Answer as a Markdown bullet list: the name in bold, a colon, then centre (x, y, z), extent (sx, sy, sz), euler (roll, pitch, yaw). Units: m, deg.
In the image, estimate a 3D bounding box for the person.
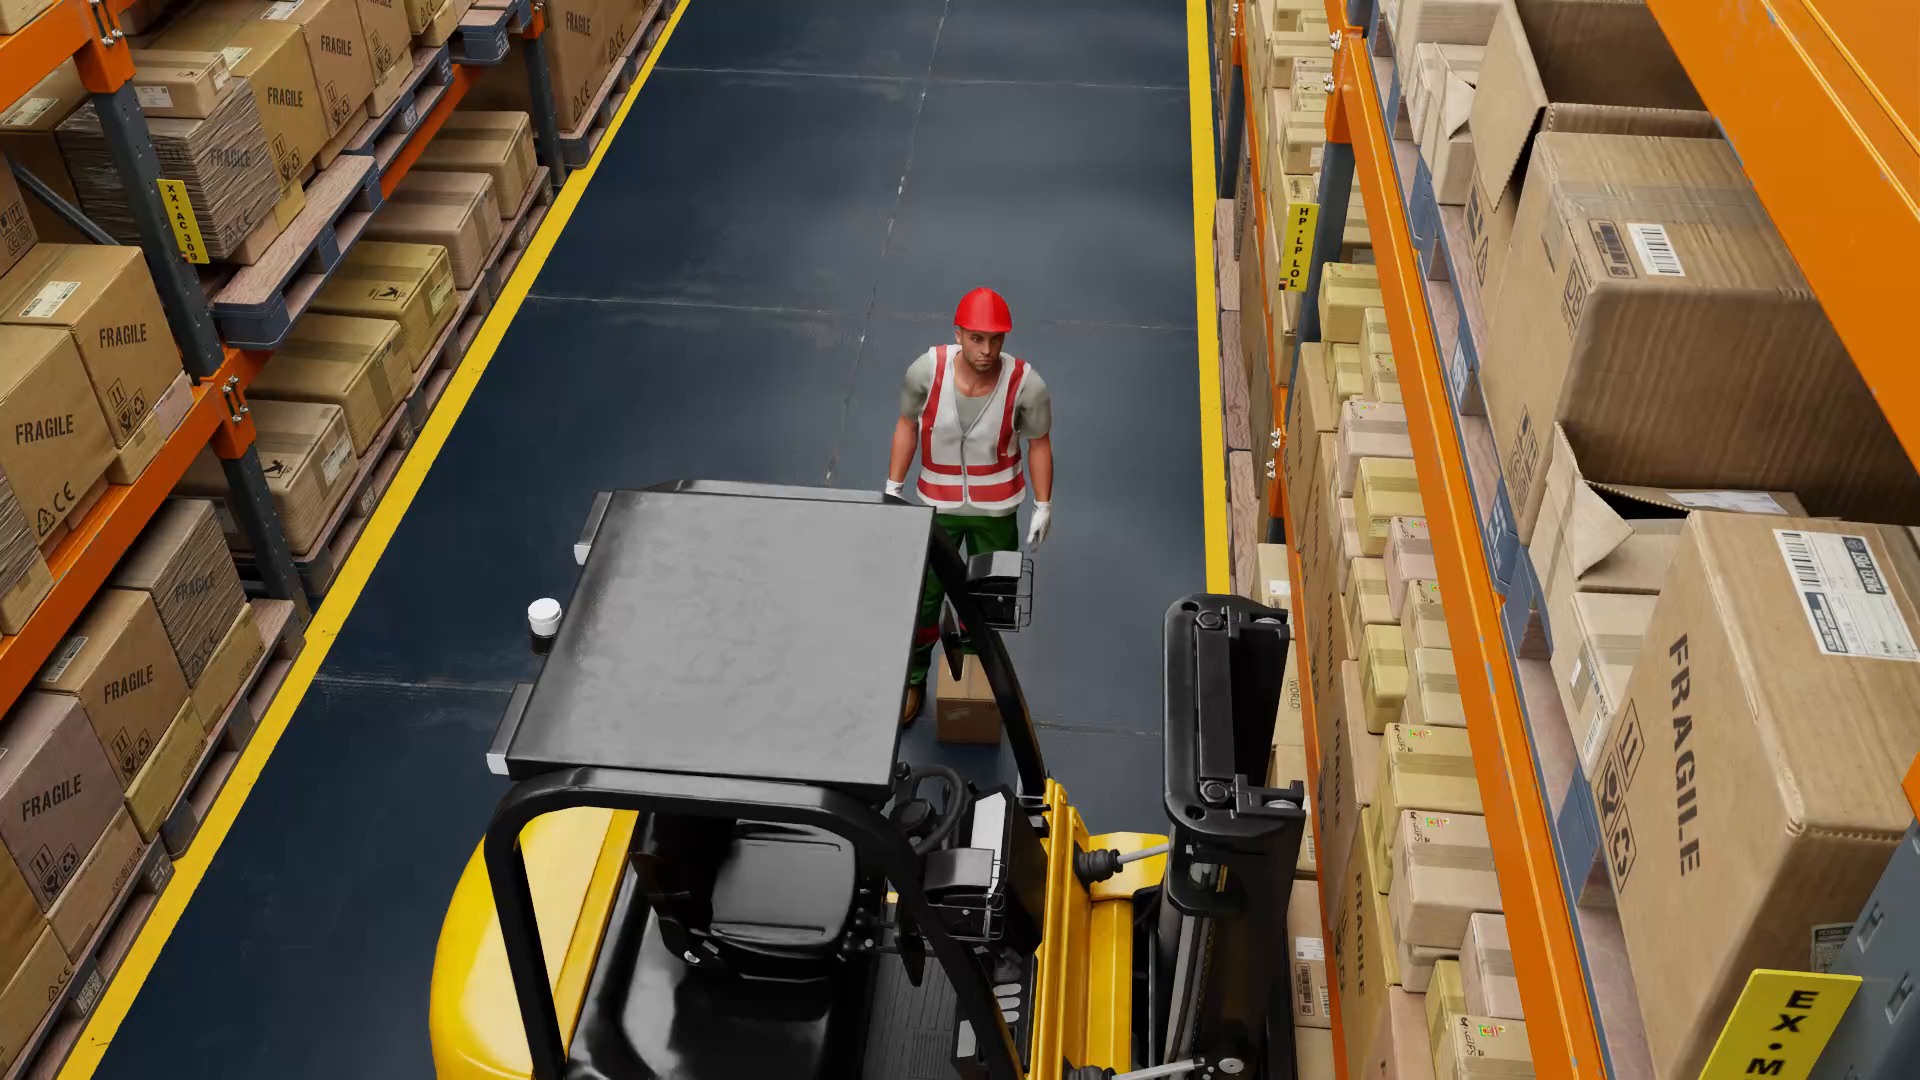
- **person**: centre (0.021, -0.094, 6.235), extent (0.638, 1.788, 0.564), euler (3, 40, 4)
